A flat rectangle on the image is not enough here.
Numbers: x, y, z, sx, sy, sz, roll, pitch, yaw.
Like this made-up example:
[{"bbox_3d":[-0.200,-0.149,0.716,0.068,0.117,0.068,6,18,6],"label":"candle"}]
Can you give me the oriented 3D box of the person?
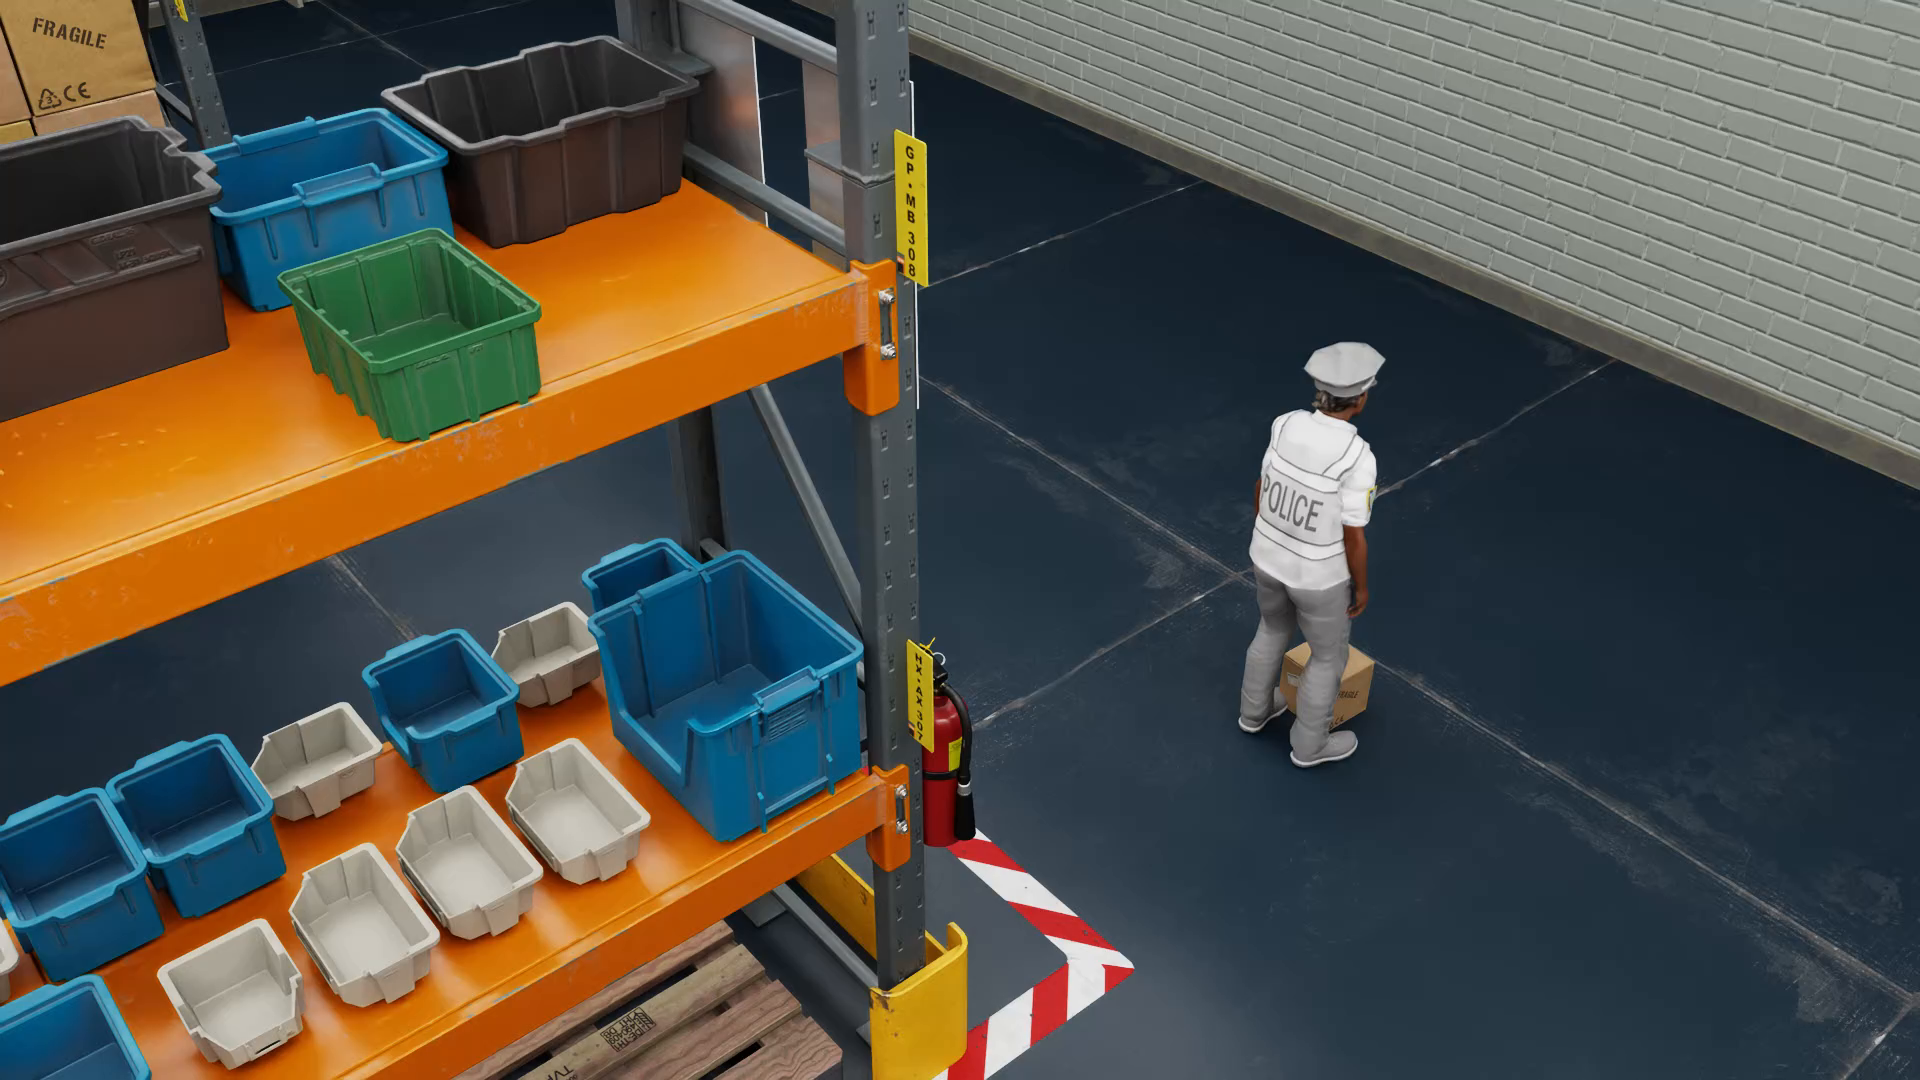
[{"bbox_3d":[1.273,0.086,6.031,0.397,1.658,0.509,-27,44,-32],"label":"person"}]
